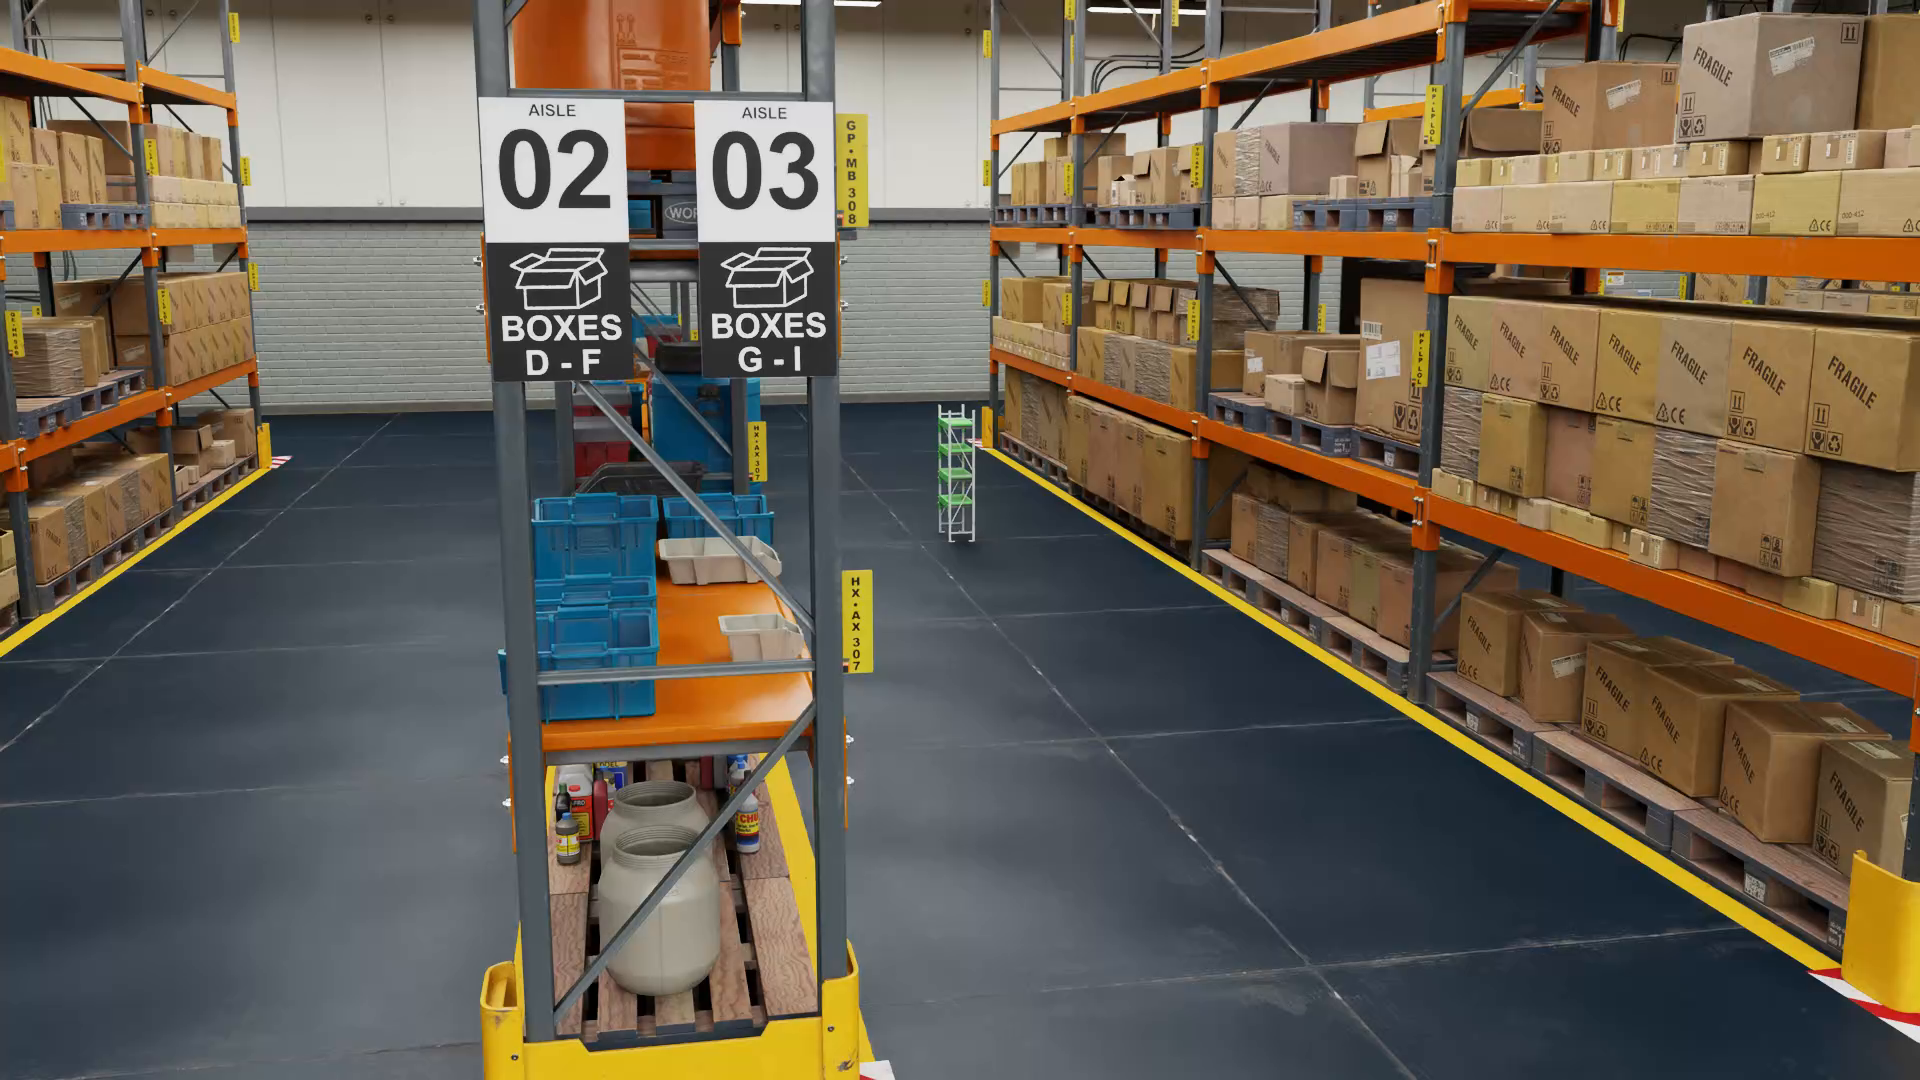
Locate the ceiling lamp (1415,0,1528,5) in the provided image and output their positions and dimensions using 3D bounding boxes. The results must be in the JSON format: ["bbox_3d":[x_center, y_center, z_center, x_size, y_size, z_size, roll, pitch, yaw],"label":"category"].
[{"bbox_3d":[7.706,-9.285,24.352,2.000,3.185,0.800,-2,11,-11],"label":"ceiling lamp"}]

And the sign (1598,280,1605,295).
[{"bbox_3d":[7.092,-2.723,18.439,0.100,0.325,0.005,-2,11,-11],"label":"sign"}]

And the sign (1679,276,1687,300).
[{"bbox_3d":[10.061,-3.511,23.147,0.100,0.325,0.005,-2,11,-11],"label":"sign"}]

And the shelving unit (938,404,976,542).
[{"bbox_3d":[-0.032,-0.620,15.297,0.258,1.200,0.503,-2,11,-11],"label":"shelving unit"}]

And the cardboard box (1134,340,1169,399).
[{"bbox_3d":[1.907,-1.556,15.133,0.500,0.500,0.500,-2,11,-13],"label":"cardboard box"}]

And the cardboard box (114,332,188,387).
[{"bbox_3d":[-7.886,-1.765,16.232,0.500,0.500,0.500,-2,11,-10],"label":"cardboard box"}]

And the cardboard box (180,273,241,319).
[{"bbox_3d":[-8.377,-2.722,18.587,0.500,0.500,0.500,-2,11,-9],"label":"cardboard box"}]

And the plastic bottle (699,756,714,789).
[{"bbox_3d":[-1.207,1.030,7.905,0.061,0.283,0.133,-2,11,-11],"label":"plastic bottle"}]

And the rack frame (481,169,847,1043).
[{"bbox_3d":[-0.861,0.409,5.078,1.000,3.000,0.127,-2,11,-11],"label":"rack frame"}]

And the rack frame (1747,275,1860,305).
[{"bbox_3d":[7.327,-1.400,14.584,1.000,3.000,0.127,-2,11,-11],"label":"rack frame"}]

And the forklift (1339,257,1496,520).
[{"bbox_3d":[4.504,-1.711,16.399,1.130,2.935,3.031,-5,12,-25],"label":"forklift"}]

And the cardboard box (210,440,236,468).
[{"bbox_3d":[-8.329,-0.945,18.371,0.500,0.250,0.500,-2,11,-11],"label":"cardboard box"}]

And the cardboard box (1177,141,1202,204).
[{"bbox_3d":[2.252,-3.078,13.978,0.797,0.503,0.637,-1,11,-8],"label":"cardboard box"}]

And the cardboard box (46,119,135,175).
[{"bbox_3d":[-8.186,-3.714,15.776,0.700,0.500,0.500,-2,11,-11],"label":"cardboard box"}]

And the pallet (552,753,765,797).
[{"bbox_3d":[-1.549,1.170,8.538,1.003,0.211,1.213,-2,11,-11],"label":"pallet"}]

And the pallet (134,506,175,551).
[{"bbox_3d":[-7.859,-0.095,15.183,1.003,0.211,1.213,-2,11,-11],"label":"pallet"}]

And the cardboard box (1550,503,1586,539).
[{"bbox_3d":[3.234,-0.102,8.438,0.380,0.149,0.250,-2,11,-11],"label":"cardboard box"}]

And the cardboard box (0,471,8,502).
[{"bbox_3d":[-7.703,-0.408,12.876,0.500,0.250,0.500,-2,11,-9],"label":"cardboard box"}]

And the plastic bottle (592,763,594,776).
[{"bbox_3d":[-1.769,1.036,7.690,0.144,0.351,0.185,-2,11,-11],"label":"plastic bottle"}]

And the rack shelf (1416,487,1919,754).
[{"bbox_3d":[3.609,0.216,8.019,1.077,0.370,4.000,-2,11,-11],"label":"rack shelf"}]

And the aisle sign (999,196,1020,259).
[{"bbox_3d":[0.577,-3.985,21.211,0.394,0.787,0.004,-2,11,-11],"label":"aisle sign"}]

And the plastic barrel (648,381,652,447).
[{"bbox_3d":[-1.837,-0.789,11.007,0.433,0.535,0.433,0,11,0],"label":"plastic barrel"}]

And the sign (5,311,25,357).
[{"bbox_3d":[-6.732,-1.468,11.845,0.100,0.325,0.005,-2,11,-11],"label":"sign"}]

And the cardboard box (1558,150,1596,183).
[{"bbox_3d":[3.187,-1.837,8.193,0.380,0.149,0.250,-2,11,-12],"label":"cardboard box"}]

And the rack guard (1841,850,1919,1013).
[{"bbox_3d":[3.983,1.443,6.331,1.175,0.500,0.348,-2,11,-11],"label":"rack guard"}]

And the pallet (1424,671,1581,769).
[{"bbox_3d":[3.385,0.987,9.499,1.003,0.211,1.213,-2,11,-11],"label":"pallet"}]

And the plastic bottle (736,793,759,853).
[{"bbox_3d":[-0.908,1.189,7.099,0.097,0.271,0.097,0,11,0],"label":"plastic bottle"}]

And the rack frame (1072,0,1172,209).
[{"bbox_3d":[1.664,-4.919,17.027,1.000,3.000,0.127,-2,11,-11],"label":"rack frame"}]

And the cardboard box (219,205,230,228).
[{"bbox_3d":[-8.387,-3.569,18.358,0.500,0.250,0.500,-2,11,-11],"label":"cardboard box"}]

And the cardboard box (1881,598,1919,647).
[{"bbox_3d":[3.740,0.308,6.283,0.380,0.149,0.250,-2,11,-11],"label":"cardboard box"}]

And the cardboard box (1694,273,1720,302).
[{"bbox_3d":[10.420,-3.508,22.716,0.500,0.500,0.500,-2,11,-12],"label":"cardboard box"}]

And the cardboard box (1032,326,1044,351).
[{"bbox_3d":[1.118,-2.304,18.939,0.500,0.250,0.500,-2,11,-10],"label":"cardboard box"}]

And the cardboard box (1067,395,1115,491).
[{"bbox_3d":[1.808,-1.018,17.134,1.225,0.875,0.875,-2,11,-11],"label":"cardboard box"}]

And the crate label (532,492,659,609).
[{"bbox_3d":[-1.484,0.064,6.797,0.502,0.435,0.616,-2,11,-11],"label":"crate label"}]

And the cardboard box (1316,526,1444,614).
[{"bbox_3d":[2.938,0.203,11.669,0.700,0.500,0.500,-3,11,-16],"label":"cardboard box"}]

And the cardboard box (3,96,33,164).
[{"bbox_3d":[-7.553,-3.160,12.865,0.500,0.500,0.500,-2,11,-11],"label":"cardboard box"}]

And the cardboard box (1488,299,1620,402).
[{"bbox_3d":[3.157,-1.008,8.784,0.500,0.500,0.500,-2,11,-11],"label":"cardboard box"}]

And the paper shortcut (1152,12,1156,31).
[{"bbox_3d":[1.670,-4.477,14.331,0.009,0.170,0.078,9,-22,-13],"label":"paper shortcut"}]

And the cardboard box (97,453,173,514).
[{"bbox_3d":[-7.677,-0.520,15.470,0.500,0.500,0.500,-2,11,-11],"label":"cardboard box"}]

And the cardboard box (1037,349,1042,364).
[{"bbox_3d":[1.082,-2.081,18.834,0.380,0.149,0.250,-2,11,-10],"label":"cardboard box"}]

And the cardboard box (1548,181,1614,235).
[{"bbox_3d":[3.250,-1.624,8.140,0.500,0.250,0.500,-3,11,-13],"label":"cardboard box"}]

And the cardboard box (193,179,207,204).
[{"bbox_3d":[-8.187,-3.631,17.349,0.500,0.250,0.500,-2,11,-11],"label":"cardboard box"}]

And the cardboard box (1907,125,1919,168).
[{"bbox_3d":[3.637,-1.406,5.929,0.380,0.149,0.250,-2,11,-11],"label":"cardboard box"}]

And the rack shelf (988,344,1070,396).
[{"bbox_3d":[1.275,-1.985,19.582,1.077,0.370,4.000,-2,11,-11],"label":"rack shelf"}]

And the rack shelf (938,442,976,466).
[{"bbox_3d":[-0.032,-0.793,15.264,0.258,0.148,0.480,-2,11,-11],"label":"rack shelf"}]

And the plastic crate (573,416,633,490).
[{"bbox_3d":[-2.033,-0.434,9.335,0.402,0.464,0.583,-2,11,-11],"label":"plastic crate"}]

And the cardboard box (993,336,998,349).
[{"bbox_3d":[0.631,-2.505,21.060,0.380,0.149,0.250,-2,11,-10],"label":"cardboard box"}]

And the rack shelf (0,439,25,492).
[{"bbox_3d":[-6.887,-0.158,9.984,1.077,0.370,4.000,-2,11,-11],"label":"rack shelf"}]

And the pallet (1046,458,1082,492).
[{"bbox_3d":[1.593,-0.744,18.596,1.003,0.211,1.213,-2,11,-11],"label":"pallet"}]

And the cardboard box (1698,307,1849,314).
[{"bbox_3d":[3.866,-0.843,7.921,0.500,0.500,0.500,-2,11,-11],"label":"cardboard box"}]

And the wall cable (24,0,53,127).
[{"bbox_3d":[-11.786,-7.217,23.895,3.097,2.526,0.112,-2,11,-11],"label":"wall cable"}]

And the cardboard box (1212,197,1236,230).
[{"bbox_3d":[2.283,-2.543,12.965,0.500,0.250,0.500,-2,11,-10],"label":"cardboard box"}]

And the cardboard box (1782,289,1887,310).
[{"bbox_3d":[7.404,-1.858,14.046,0.700,0.500,0.500,-2,11,-11],"label":"cardboard box"}]
